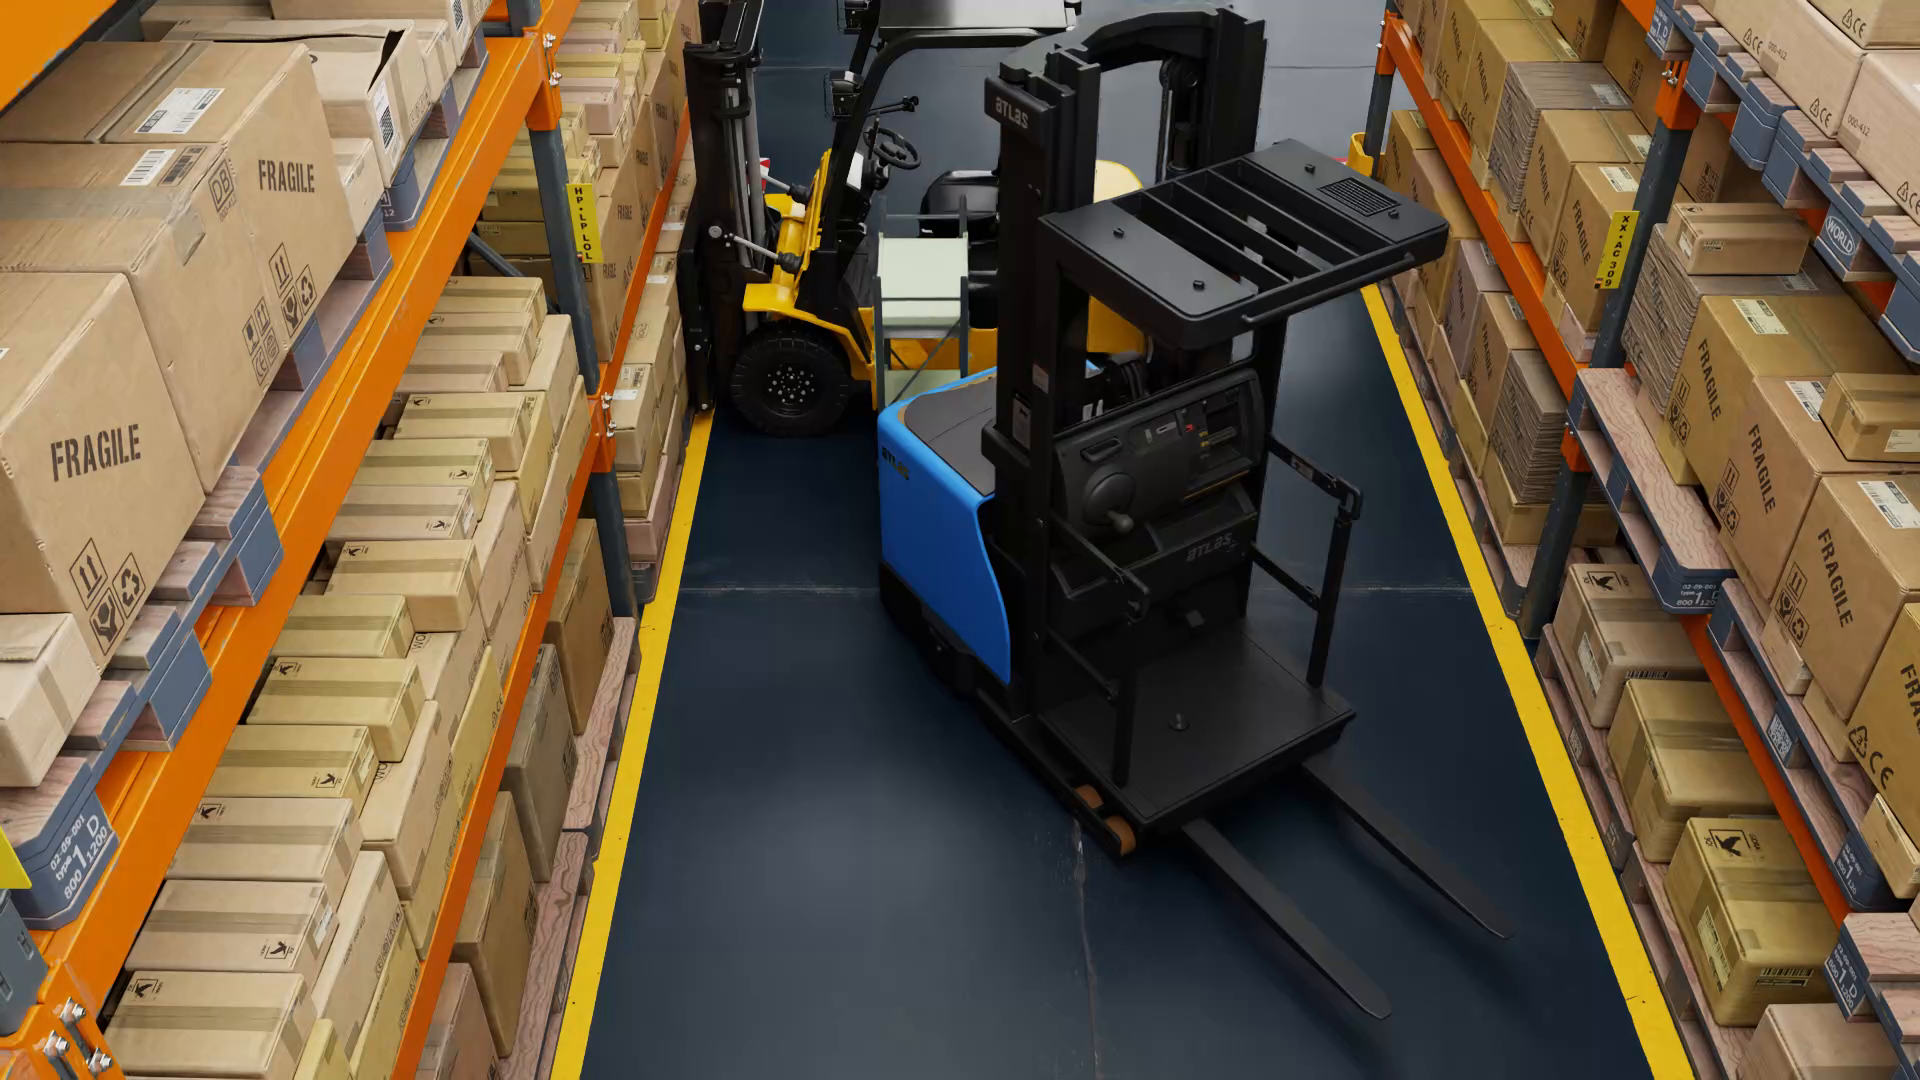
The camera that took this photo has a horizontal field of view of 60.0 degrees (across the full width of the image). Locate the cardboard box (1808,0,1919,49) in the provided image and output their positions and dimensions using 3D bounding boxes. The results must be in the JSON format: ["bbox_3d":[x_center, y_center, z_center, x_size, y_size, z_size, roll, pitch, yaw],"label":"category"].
[{"bbox_3d":[2.629,-1.552,4.519,0.500,0.250,0.500,-1,39,-1],"label":"cardboard box"}]

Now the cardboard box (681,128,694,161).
[{"bbox_3d":[-1.631,-2.128,9.315,0.500,0.250,0.500,1,39,1],"label":"cardboard box"}]

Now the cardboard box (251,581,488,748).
[{"bbox_3d":[-1.704,0.375,4.849,0.500,0.250,0.500,0,39,1],"label":"cardboard box"}]

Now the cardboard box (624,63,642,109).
[{"bbox_3d":[-1.655,-2.045,7.549,0.380,0.149,0.250,-1,39,-1],"label":"cardboard box"}]

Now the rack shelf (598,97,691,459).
[{"bbox_3d":[-1.947,-1.722,8.321,1.077,0.370,4.000,0,39,0],"label":"rack shelf"}]

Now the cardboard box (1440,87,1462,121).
[{"bbox_3d":[2.729,-2.305,8.674,0.380,0.149,0.250,1,39,1],"label":"cardboard box"}]

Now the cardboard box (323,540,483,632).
[{"bbox_3d":[-1.614,0.134,4.831,0.380,0.149,0.250,-1,39,-1],"label":"cardboard box"}]

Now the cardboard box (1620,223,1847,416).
[{"bbox_3d":[2.732,-0.784,5.921,0.500,0.500,0.500,1,39,1],"label":"cardboard box"}]

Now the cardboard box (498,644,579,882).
[{"bbox_3d":[-1.940,0.822,6.134,0.875,0.625,0.625,0,39,0],"label":"cardboard box"}]

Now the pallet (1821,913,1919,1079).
[{"bbox_3d":[2.916,1.372,4.038,1.213,0.211,1.003,0,39,0],"label":"pallet"}]

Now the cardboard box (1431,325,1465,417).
[{"bbox_3d":[2.743,-0.870,8.545,0.500,0.250,0.500,1,39,1],"label":"cardboard box"}]

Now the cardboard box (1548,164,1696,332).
[{"bbox_3d":[2.769,-1.191,6.765,0.500,0.500,0.500,-1,39,-1],"label":"cardboard box"}]

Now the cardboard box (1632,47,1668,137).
[{"bbox_3d":[3.256,-1.898,6.848,0.700,0.500,0.500,0,39,0],"label":"cardboard box"}]

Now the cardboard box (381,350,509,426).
[{"bbox_3d":[-1.757,-0.517,5.643,0.380,0.149,0.250,0,39,0],"label":"cardboard box"}]

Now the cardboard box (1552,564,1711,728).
[{"bbox_3d":[3.022,0.431,6.824,0.950,0.372,0.625,0,39,1],"label":"cardboard box"}]

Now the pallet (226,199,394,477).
[{"bbox_3d":[-2.035,-0.472,3.938,1.003,0.211,1.213,2,39,2],"label":"pallet"}]

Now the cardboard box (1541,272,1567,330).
[{"bbox_3d":[2.706,-1.017,7.067,0.380,0.149,0.250,1,39,1],"label":"cardboard box"}]

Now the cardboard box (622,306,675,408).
[{"bbox_3d":[-1.622,-0.856,7.728,0.500,0.250,0.500,0,39,0],"label":"cardboard box"}]

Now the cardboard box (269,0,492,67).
[{"bbox_3d":[-1.700,-1.639,4.898,0.500,0.311,0.500,-1,39,-1],"label":"cardboard box"}]

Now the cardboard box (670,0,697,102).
[{"bbox_3d":[-1.695,-2.661,8.837,0.500,0.500,0.500,1,39,1],"label":"cardboard box"}]

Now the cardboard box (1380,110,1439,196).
[{"bbox_3d":[2.739,-2.124,9.510,0.500,0.500,0.500,-1,39,-2],"label":"cardboard box"}]

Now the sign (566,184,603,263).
[{"bbox_3d":[-1.402,-1.180,6.207,0.100,0.325,0.005,0,39,0],"label":"sign"}]

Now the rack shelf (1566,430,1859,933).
[{"bbox_3d":[3.021,0.773,5.207,1.077,0.370,4.000,0,39,0],"label":"rack shelf"}]

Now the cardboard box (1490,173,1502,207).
[{"bbox_3d":[2.739,-1.656,7.865,0.380,0.149,0.250,-1,39,-1],"label":"cardboard box"}]

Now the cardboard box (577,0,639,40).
[{"bbox_3d":[-1.731,-2.479,7.854,0.380,0.149,0.250,0,39,1],"label":"cardboard box"}]

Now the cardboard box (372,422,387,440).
[{"bbox_3d":[-2.210,-0.257,5.638,0.500,0.250,0.500,0,39,-1],"label":"cardboard box"}]

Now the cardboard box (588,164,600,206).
[{"bbox_3d":[-1.684,-1.406,6.753,0.380,0.149,0.250,1,39,1],"label":"cardboard box"}]

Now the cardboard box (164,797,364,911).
[{"bbox_3d":[-1.687,0.766,4.042,0.380,0.149,0.250,0,39,0],"label":"cardboard box"}]

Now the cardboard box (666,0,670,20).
[{"bbox_3d":[-1.664,-2.685,8.349,0.380,0.149,0.250,-1,39,-2],"label":"cardboard box"}]

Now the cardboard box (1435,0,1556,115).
[{"bbox_3d":[2.743,-2.476,8.369,0.500,0.500,0.500,-1,39,-1],"label":"cardboard box"}]

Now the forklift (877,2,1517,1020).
[{"bbox_3d":[0.866,-0.253,5.967,1.130,2.935,3.031,-22,44,-26],"label":"forklift"}]

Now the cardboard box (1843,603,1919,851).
[{"bbox_3d":[2.731,0.501,4.318,0.500,0.500,0.500,-3,39,-3],"label":"cardboard box"}]

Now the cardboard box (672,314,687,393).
[{"bbox_3d":[-1.628,-0.970,8.271,0.500,0.250,0.500,0,39,0],"label":"cardboard box"}]

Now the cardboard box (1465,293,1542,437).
[{"bbox_3d":[2.747,-0.830,7.896,0.500,0.500,0.500,1,39,1],"label":"cardboard box"}]

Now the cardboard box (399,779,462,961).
[{"bbox_3d":[-1.700,0.893,4.602,0.500,0.250,0.500,-1,39,-2],"label":"cardboard box"}]

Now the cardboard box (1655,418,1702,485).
[{"bbox_3d":[2.695,-0.322,5.864,0.380,0.149,0.250,1,39,1],"label":"cardboard box"}]

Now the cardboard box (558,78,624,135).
[{"bbox_3d":[-1.646,-1.844,7.062,0.380,0.149,0.250,1,39,1],"label":"cardboard box"}]

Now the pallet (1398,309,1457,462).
[{"bbox_3d":[2.978,-0.855,8.894,1.003,0.211,1.213,0,39,0],"label":"pallet"}]

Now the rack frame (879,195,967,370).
[{"bbox_3d":[-0.169,-0.973,8.010,0.400,1.500,0.023,0,39,0],"label":"rack frame"}]

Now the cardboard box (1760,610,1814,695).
[{"bbox_3d":[2.677,0.337,5.042,0.380,0.149,0.250,1,39,2],"label":"cardboard box"}]

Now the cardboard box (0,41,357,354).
[{"bbox_3d":[-1.699,-0.753,3.642,0.500,0.500,0.500,1,39,1],"label":"cardboard box"}]

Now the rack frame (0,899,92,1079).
[{"bbox_3d":[-1.940,1.749,3.414,1.000,3.000,0.127,0,39,0],"label":"rack frame"}]

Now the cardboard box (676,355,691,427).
[{"bbox_3d":[-1.647,-0.785,8.439,0.500,0.250,0.500,1,39,1],"label":"cardboard box"}]

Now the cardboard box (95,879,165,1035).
[{"bbox_3d":[-2.221,1.012,4.054,0.500,0.250,0.500,0,39,0],"label":"cardboard box"}]

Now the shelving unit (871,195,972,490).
[{"bbox_3d":[-0.167,-0.744,7.725,0.431,1.500,0.755,0,39,0],"label":"shelving unit"}]

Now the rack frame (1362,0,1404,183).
[{"bbox_3d":[3.014,-3.260,9.665,1.000,3.000,0.127,0,39,0],"label":"rack frame"}]

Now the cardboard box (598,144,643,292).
[{"bbox_3d":[-1.702,-1.395,7.257,0.500,0.500,0.500,1,39,1],"label":"cardboard box"}]

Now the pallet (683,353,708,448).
[{"bbox_3d":[-1.908,-0.927,8.983,1.003,0.211,1.213,0,39,0],"label":"pallet"}]

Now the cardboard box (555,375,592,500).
[{"bbox_3d":[-1.683,-0.379,6.190,0.500,0.250,0.500,1,39,1],"label":"cardboard box"}]
